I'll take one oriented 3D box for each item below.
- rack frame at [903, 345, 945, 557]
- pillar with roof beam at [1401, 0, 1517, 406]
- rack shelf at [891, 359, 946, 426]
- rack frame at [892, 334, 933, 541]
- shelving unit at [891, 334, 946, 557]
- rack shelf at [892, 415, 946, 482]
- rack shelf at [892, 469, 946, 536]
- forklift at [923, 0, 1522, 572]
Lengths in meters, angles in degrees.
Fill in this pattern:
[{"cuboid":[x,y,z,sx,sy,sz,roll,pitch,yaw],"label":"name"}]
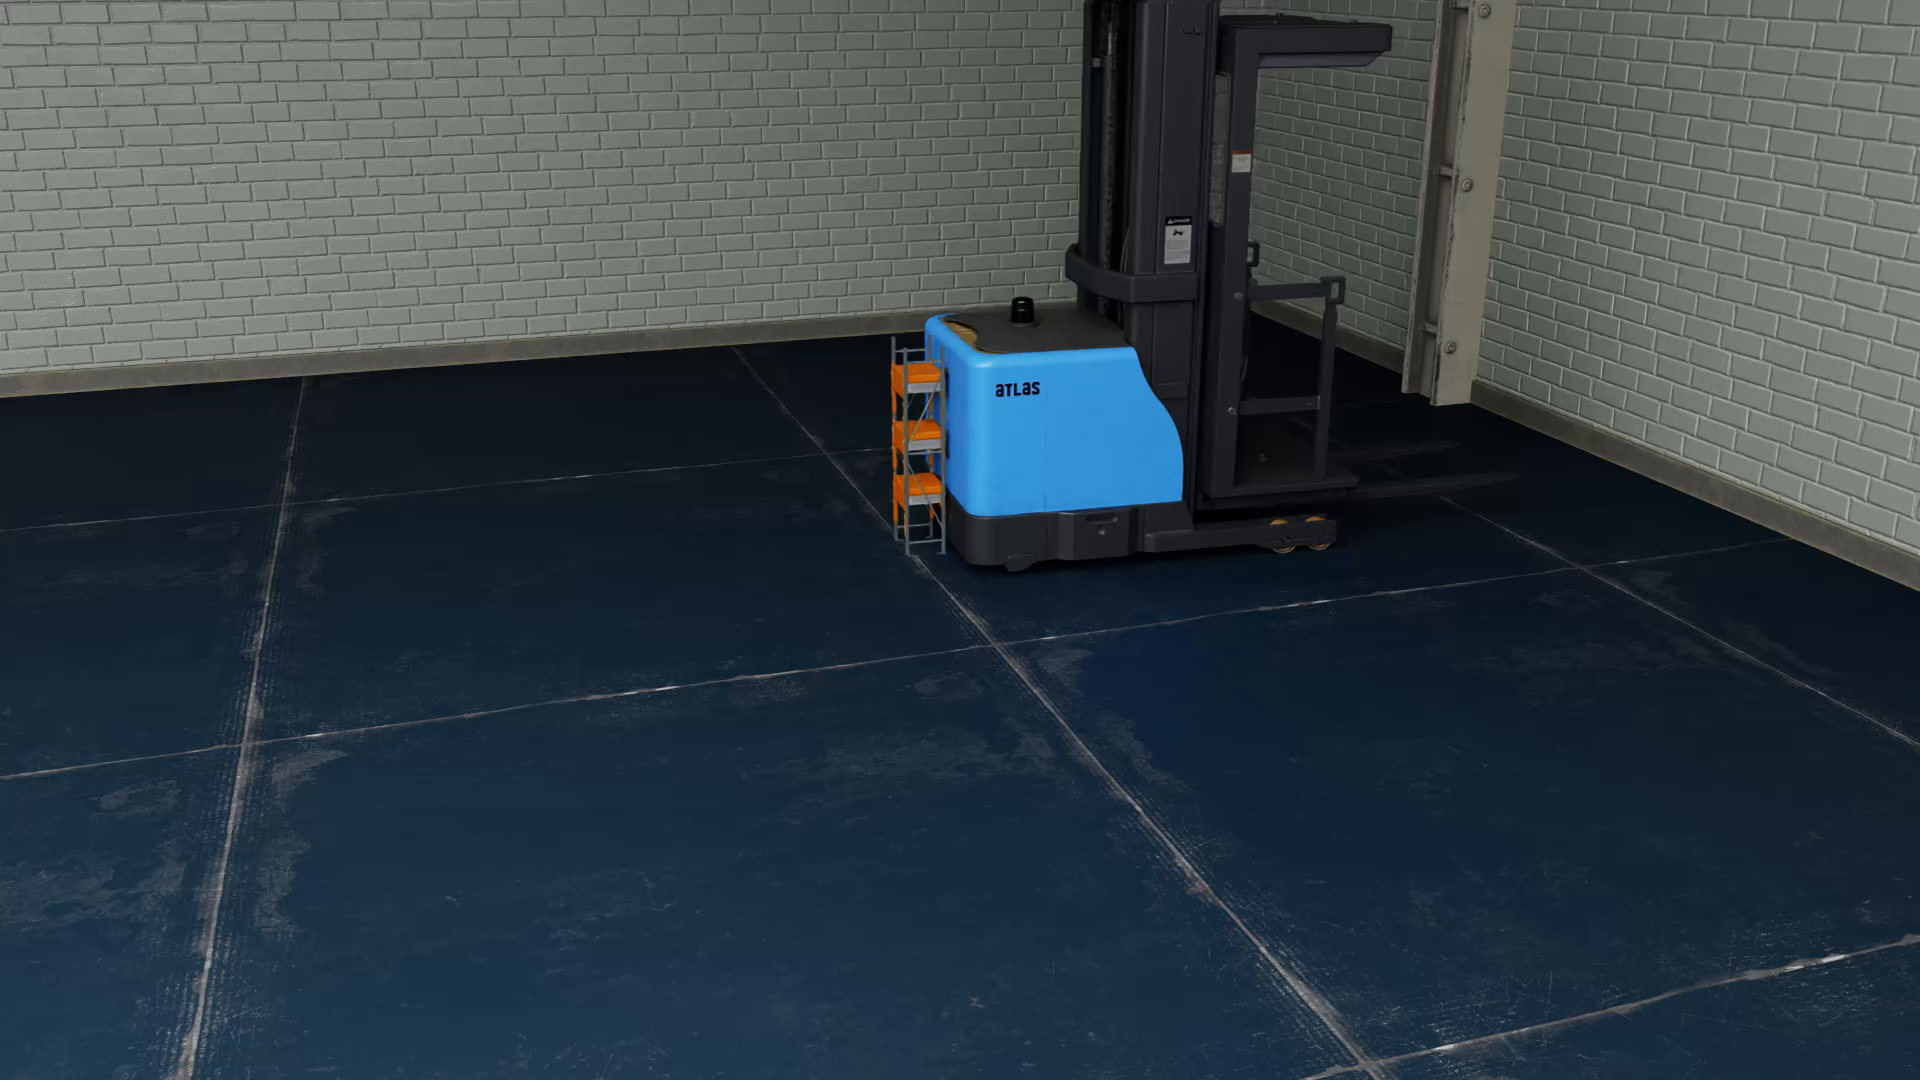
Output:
[{"cuboid":[-0.170,-0.419,8.030,0.200,1.050,0.008,-5,20,-14],"label":"rack frame"},{"cuboid":[-0.910,-4.732,8.280,9.100,9.000,0.400,-6,21,-17],"label":"pillar with roof beam"},{"cuboid":[-0.202,-0.716,8.048,0.215,0.259,0.240,-5,20,-14],"label":"rack shelf"},{"cuboid":[-0.234,-0.499,8.251,0.200,1.050,0.008,-5,20,-14],"label":"rack frame"},{"cuboid":[-0.202,-0.459,8.141,0.215,1.050,0.252,-5,20,-14],"label":"shelving unit"},{"cuboid":[-0.202,-0.449,8.144,0.215,0.259,0.240,-5,20,-14],"label":"rack shelf"},{"cuboid":[-0.202,-0.187,8.238,0.215,0.259,0.240,-5,20,-14],"label":"rack shelf"},{"cuboid":[1.383,-1.480,8.200,3.031,2.935,1.130,-5,20,-14],"label":"forklift"}]
